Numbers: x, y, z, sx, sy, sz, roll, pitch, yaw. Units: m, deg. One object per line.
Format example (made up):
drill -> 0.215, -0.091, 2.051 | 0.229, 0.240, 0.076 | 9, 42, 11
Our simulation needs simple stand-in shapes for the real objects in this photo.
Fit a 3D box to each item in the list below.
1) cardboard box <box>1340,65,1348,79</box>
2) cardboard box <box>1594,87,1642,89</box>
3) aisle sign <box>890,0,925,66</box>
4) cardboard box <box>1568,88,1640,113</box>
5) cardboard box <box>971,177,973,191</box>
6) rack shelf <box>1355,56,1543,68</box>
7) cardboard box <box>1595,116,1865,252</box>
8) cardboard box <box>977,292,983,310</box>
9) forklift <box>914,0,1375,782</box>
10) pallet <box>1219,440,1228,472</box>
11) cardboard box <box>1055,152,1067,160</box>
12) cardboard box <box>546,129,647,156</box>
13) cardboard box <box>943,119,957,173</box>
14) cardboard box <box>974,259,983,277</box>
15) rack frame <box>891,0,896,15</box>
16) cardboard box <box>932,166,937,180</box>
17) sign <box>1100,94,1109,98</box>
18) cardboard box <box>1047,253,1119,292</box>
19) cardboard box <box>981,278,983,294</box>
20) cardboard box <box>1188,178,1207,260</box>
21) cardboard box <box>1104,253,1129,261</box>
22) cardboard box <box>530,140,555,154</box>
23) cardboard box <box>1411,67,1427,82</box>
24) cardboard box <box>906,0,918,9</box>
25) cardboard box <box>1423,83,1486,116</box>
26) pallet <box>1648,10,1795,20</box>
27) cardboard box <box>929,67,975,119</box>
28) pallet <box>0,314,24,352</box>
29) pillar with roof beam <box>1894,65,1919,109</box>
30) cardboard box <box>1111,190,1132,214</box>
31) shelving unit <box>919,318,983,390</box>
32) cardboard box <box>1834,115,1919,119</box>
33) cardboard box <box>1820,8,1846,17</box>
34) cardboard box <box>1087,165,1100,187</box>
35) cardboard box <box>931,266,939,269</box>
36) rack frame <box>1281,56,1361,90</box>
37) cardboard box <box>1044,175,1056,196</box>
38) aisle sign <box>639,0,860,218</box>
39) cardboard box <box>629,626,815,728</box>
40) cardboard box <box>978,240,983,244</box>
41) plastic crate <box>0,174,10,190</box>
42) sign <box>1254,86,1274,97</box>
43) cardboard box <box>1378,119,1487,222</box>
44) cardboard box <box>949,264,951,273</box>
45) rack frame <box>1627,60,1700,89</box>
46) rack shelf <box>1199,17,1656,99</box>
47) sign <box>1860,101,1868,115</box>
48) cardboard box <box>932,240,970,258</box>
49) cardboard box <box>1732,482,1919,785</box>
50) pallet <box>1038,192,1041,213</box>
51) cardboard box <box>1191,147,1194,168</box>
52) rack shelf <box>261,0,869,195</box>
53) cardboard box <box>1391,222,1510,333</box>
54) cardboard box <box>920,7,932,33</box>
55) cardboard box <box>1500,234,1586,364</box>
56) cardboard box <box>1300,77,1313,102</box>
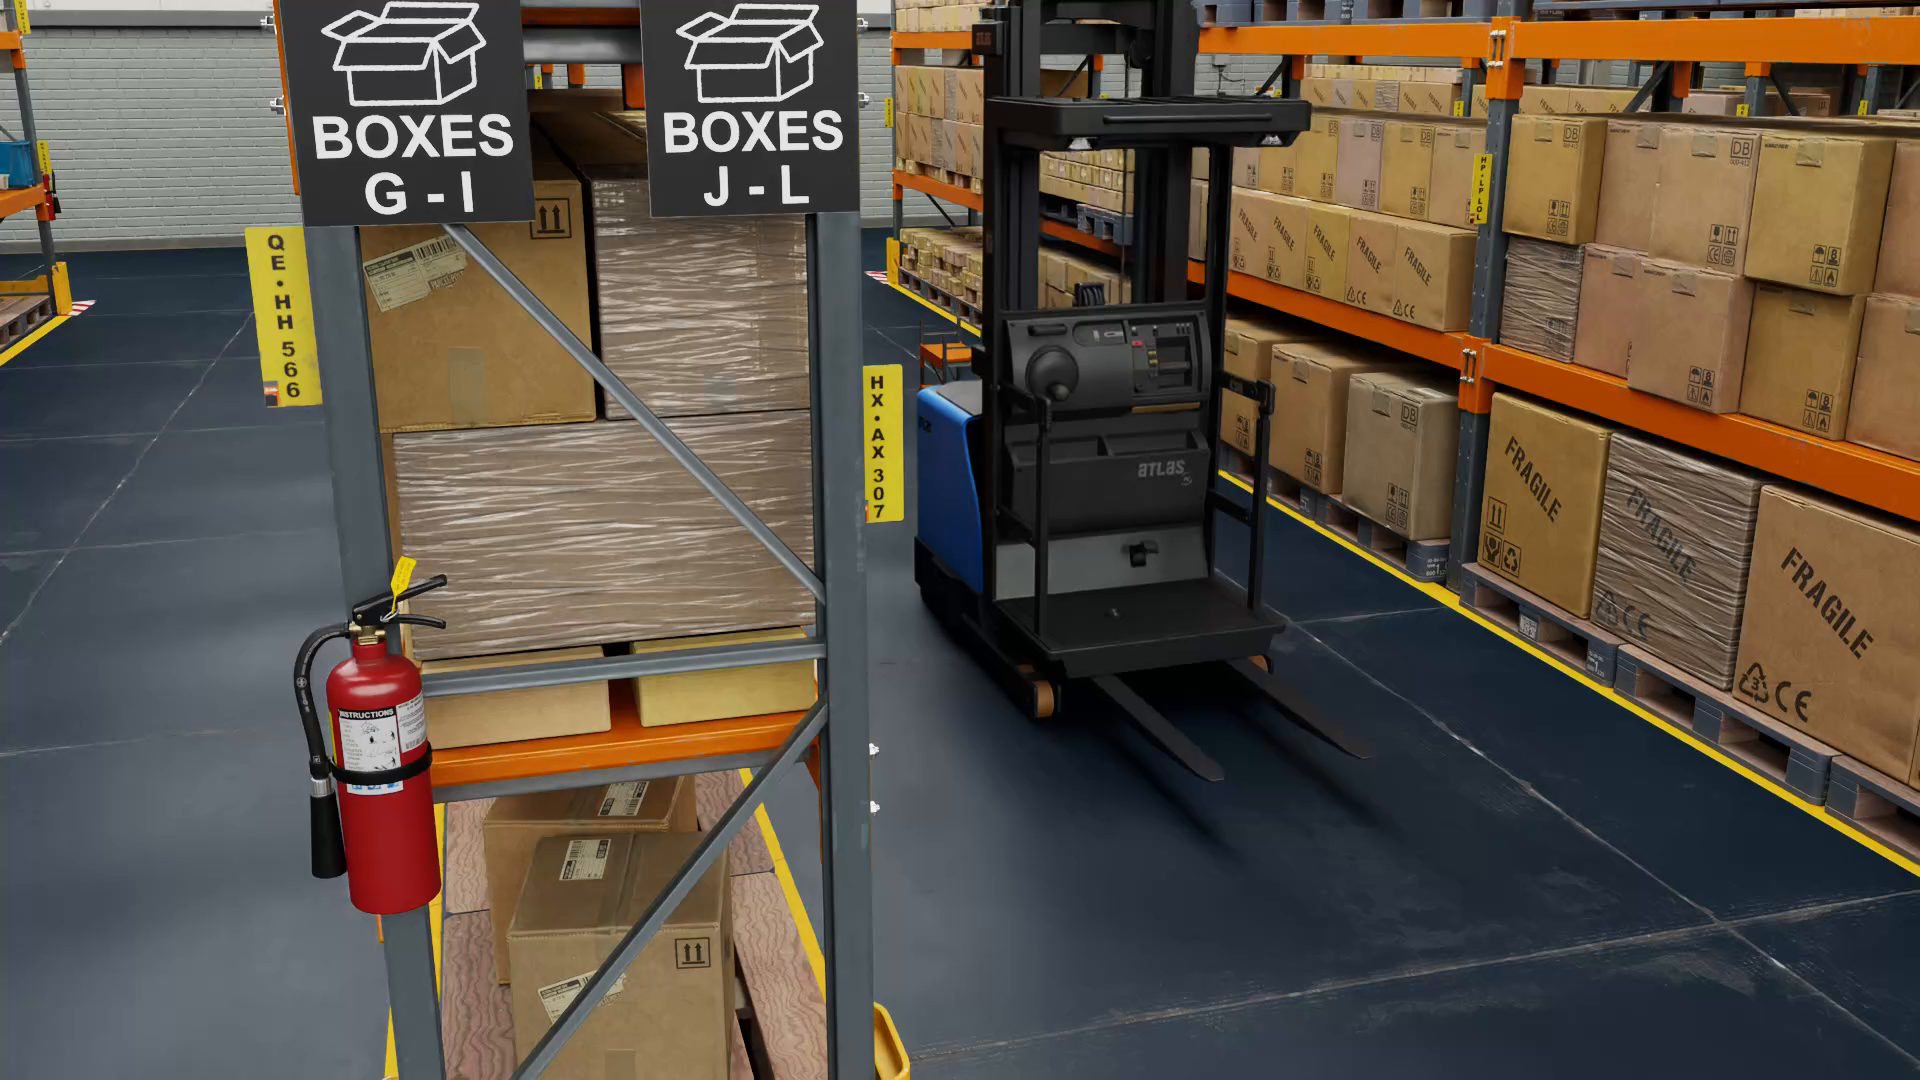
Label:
cardboard box -> 4.590, -5.375, 19.092 | 0.380, 0.149, 0.250 | -5, 17, -15
cardboard box -> 6.178, -3.978, 15.568 | 0.500, 0.500, 0.500 | -4, 17, -14
aisle sign -> -0.595, -5.768, 18.920 | 0.394, 0.787, 0.004 | -5, 17, -15
cardboard box -> 5.839, -3.801, 14.981 | 0.500, 0.500, 0.500 | -5, 17, -16
cardboard box -> 0.317, -3.501, 16.330 | 0.380, 0.149, 0.250 | -4, 17, -13
rack shelf -> 4.994, -5.484, 18.532 | 1.077, 0.370, 4.000 | -5, 17, -15
cardboard box -> 3.342, -1.548, 7.254 | 0.875, 0.550, 0.550 | -5, 17, -15
cardboard box -> 0.377, -2.337, 16.243 | 0.380, 0.149, 0.250 | -4, 17, -15
forklift -> 0.718, -0.785, 6.971 | 1.130, 2.935, 3.031 | -5, 18, -18
pallet -> 2.056, -0.754, 11.594 | 1.003, 0.211, 1.213 | -5, 17, -15
cardboard box -> 0.983, -3.136, 13.351 | 0.380, 0.149, 0.250 | -4, 17, -13
cardboard box -> -0.988, -0.994, 5.118 | 0.500, 0.500, 0.500 | -5, 17, -15
cardboard box -> 0.131, -4.003, 16.873 | 0.500, 0.500, 0.500 | -5, 17, -16
cardboard box -> 0.356, -2.686, 16.370 | 0.380, 0.149, 0.250 | -4, 17, -15
rack frame -> -0.287, -7.399, 18.442 | 1.000, 3.000, 0.127 | -5, 17, -15
cardboard box -> -0.086, -3.936, 17.778 | 0.380, 0.149, 0.250 | -5, 17, -16
sign -> 1.345, -4.019, 15.605 | 0.100, 0.325, 0.005 | -5, 17, -15
cardboard box -> 1.046, -2.269, 14.103 | 0.500, 0.250, 0.500 | -4, 17, -13
cardboard box -> 0.420, -2.460, 16.135 | 0.380, 0.149, 0.250 | -4, 17, -14
cardboard box -> 1.775, -2.216, 11.440 | 0.500, 0.500, 0.500 | -5, 17, -15
cardboard box -> 1.547, -2.308, 14.234 | 0.500, 0.250, 0.500 | -6, 18, -18
cardboard box -> -1.353, -0.814, 4.520 | 0.500, 0.500, 0.500 | -5, 17, -15
cardboard box -> 5.039, -4.956, 17.698 | 0.380, 0.149, 0.250 | -5, 17, -16
cardboard box -> -0.272, -5.844, 17.871 | 0.500, 0.250, 0.500 | -5, 17, -16
cardboard box -> 5.149, -4.474, 17.222 | 0.500, 0.500, 0.500 | -5, 17, -16
pallet -> 6.415, -4.252, 13.509 | 1.213, 0.211, 1.003 | -4, 17, -13
cardboard box -> -0.009, -4.625, 17.205 | 0.500, 0.500, 0.500 | -5, 18, -17
pallet -> -9.325, -1.867, 15.300 | 1.003, 0.211, 1.213 | -5, 17, -15
pillar with roof beam -> 6.852, -7.029, 17.210 | 9.100, 9.000, 0.400 | -5, 17, -15
cardboard box -> 1.334, -2.494, 12.248 | 0.380, 0.149, 0.250 | -4, 17, -14
shelving unit -> -0.045, -0.620, 9.432 | 0.258, 1.200, 0.503 | -5, 17, -15
cardboard box -> 7.036, -3.020, 12.872 | 0.500, 0.500, 0.500 | -5, 17, -17
cardboard box -> 6.637, -3.933, 12.352 | 0.396, 0.266, 0.258 | -5, 17, -15
cardboard box -> 1.188, -2.783, 12.694 | 0.380, 0.149, 0.250 | -4, 17, -14
cardboard box -> -0.099, -2.915, 18.168 | 0.380, 0.149, 0.250 | -5, 17, -15
rack frame -> 4.445, -4.945, 20.701 | 1.000, 3.000, 0.127 | -5, 17, -15
cardboard box -> 0.909, -2.924, 13.680 | 0.380, 0.149, 0.250 | -6, 18, -18
aisle sign -> -0.381, -0.988, 3.007 | 0.394, 0.787, 0.004 | -5, 17, -15
cardboard box -> -0.536, 0.287, 3.721 | 0.380, 0.149, 0.250 | -5, 17, -15
cardboard box -> 0.413, -3.156, 17.938 | 0.380, 0.149, 0.250 | -5, 18, -17
plastic crate -> -9.448, -3.461, 16.115 | 0.396, 0.136, 0.243 | -5, 17, -15
sign -> 4.822, -7.077, 26.363 | 0.339, 0.242, 0.001 | -5, 17, -15
cardboard box -> 2.726, -2.012, 9.026 | 0.700, 0.500, 0.500 | -5, 17, -16
cardboard box -> 0.093, -2.905, 17.619 | 0.380, 0.149, 0.250 | -4, 17, -13
rack frame -> 9.216, -5.339, 22.011 | 1.000, 3.000, 0.127 | -5, 17, -15
rack shelf -> 2.461, -2.852, 9.769 | 1.077, 0.370, 4.000 | -5, 17, -15
sign -> 9.796, -4.602, 18.053 | 0.100, 0.325, 0.005 | -5, 17, -15
cardboard box -> -0.089, -3.112, 17.791 | 0.380, 0.149, 0.250 | -4, 17, -14
cardboard box -> 3.616, 0.291, 6.234 | 0.875, 0.875, 0.875 | -5, 17, -16
pallet -> 0.883, -3.105, 14.908 | 1.003, 0.211, 1.213 | -5, 17, -15
cardboard box -> 1.895, -2.896, 12.552 | 0.380, 0.149, 0.250 | -5, 17, -17
rack shelf -> -1.236, -1.381, 4.873 | 1.077, 0.370, 4.000 | -5, 17, -15
cardboard box -> 2.610, -1.378, 8.651 | 0.500, 0.500, 0.500 | -5, 17, -16
cardboard box -> -0.115, -5.459, 17.458 | 0.500, 0.250, 0.500 | -5, 18, -17
cardboard box -> 3.124, -1.177, 7.897 | 0.875, 0.550, 0.550 | -5, 17, -15
cardboard box -> 4.303, -5.317, 20.026 | 0.500, 0.500, 0.500 | -5, 17, -16
